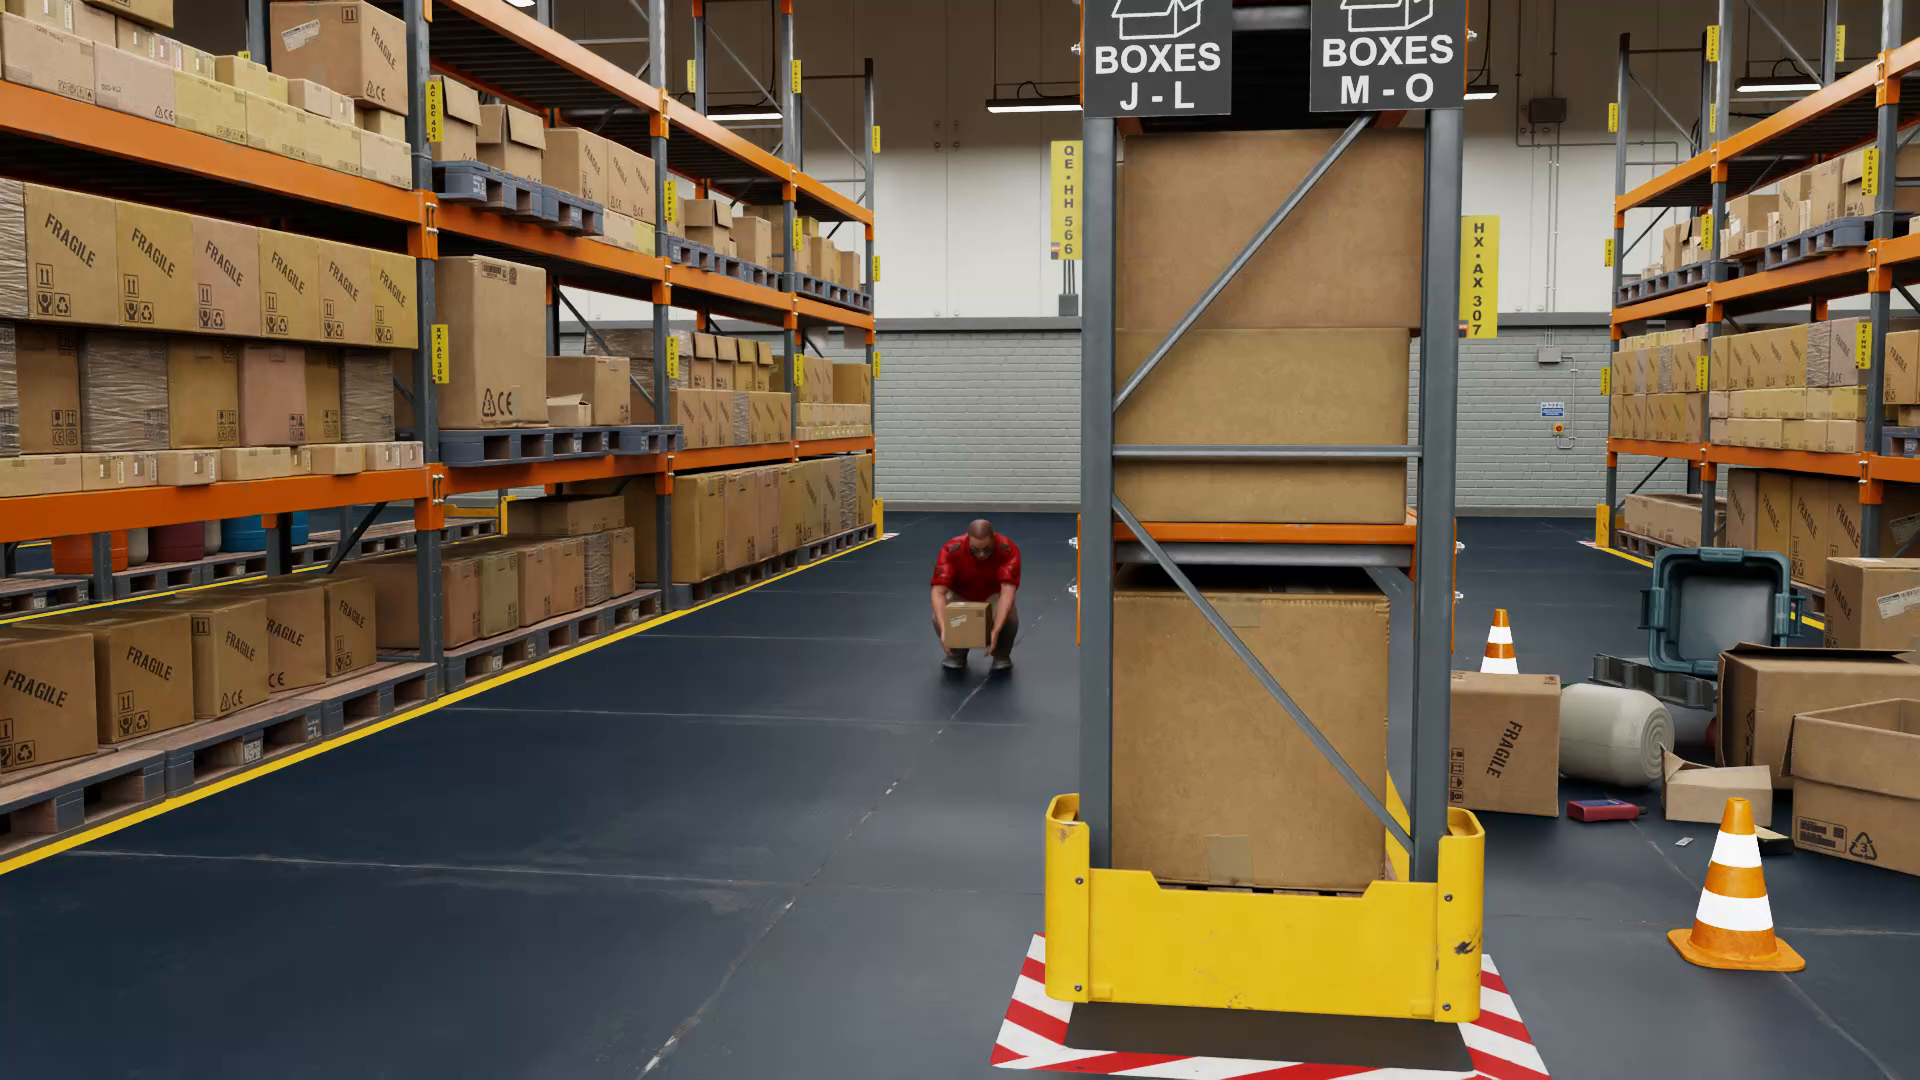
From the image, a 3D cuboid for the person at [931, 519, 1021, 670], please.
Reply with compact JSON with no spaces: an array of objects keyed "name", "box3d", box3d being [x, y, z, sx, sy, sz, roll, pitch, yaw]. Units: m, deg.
[{"name":"person","box3d":[0.111,0.336,10.387,0.562,0.971,0.878,1,4,9]}]
